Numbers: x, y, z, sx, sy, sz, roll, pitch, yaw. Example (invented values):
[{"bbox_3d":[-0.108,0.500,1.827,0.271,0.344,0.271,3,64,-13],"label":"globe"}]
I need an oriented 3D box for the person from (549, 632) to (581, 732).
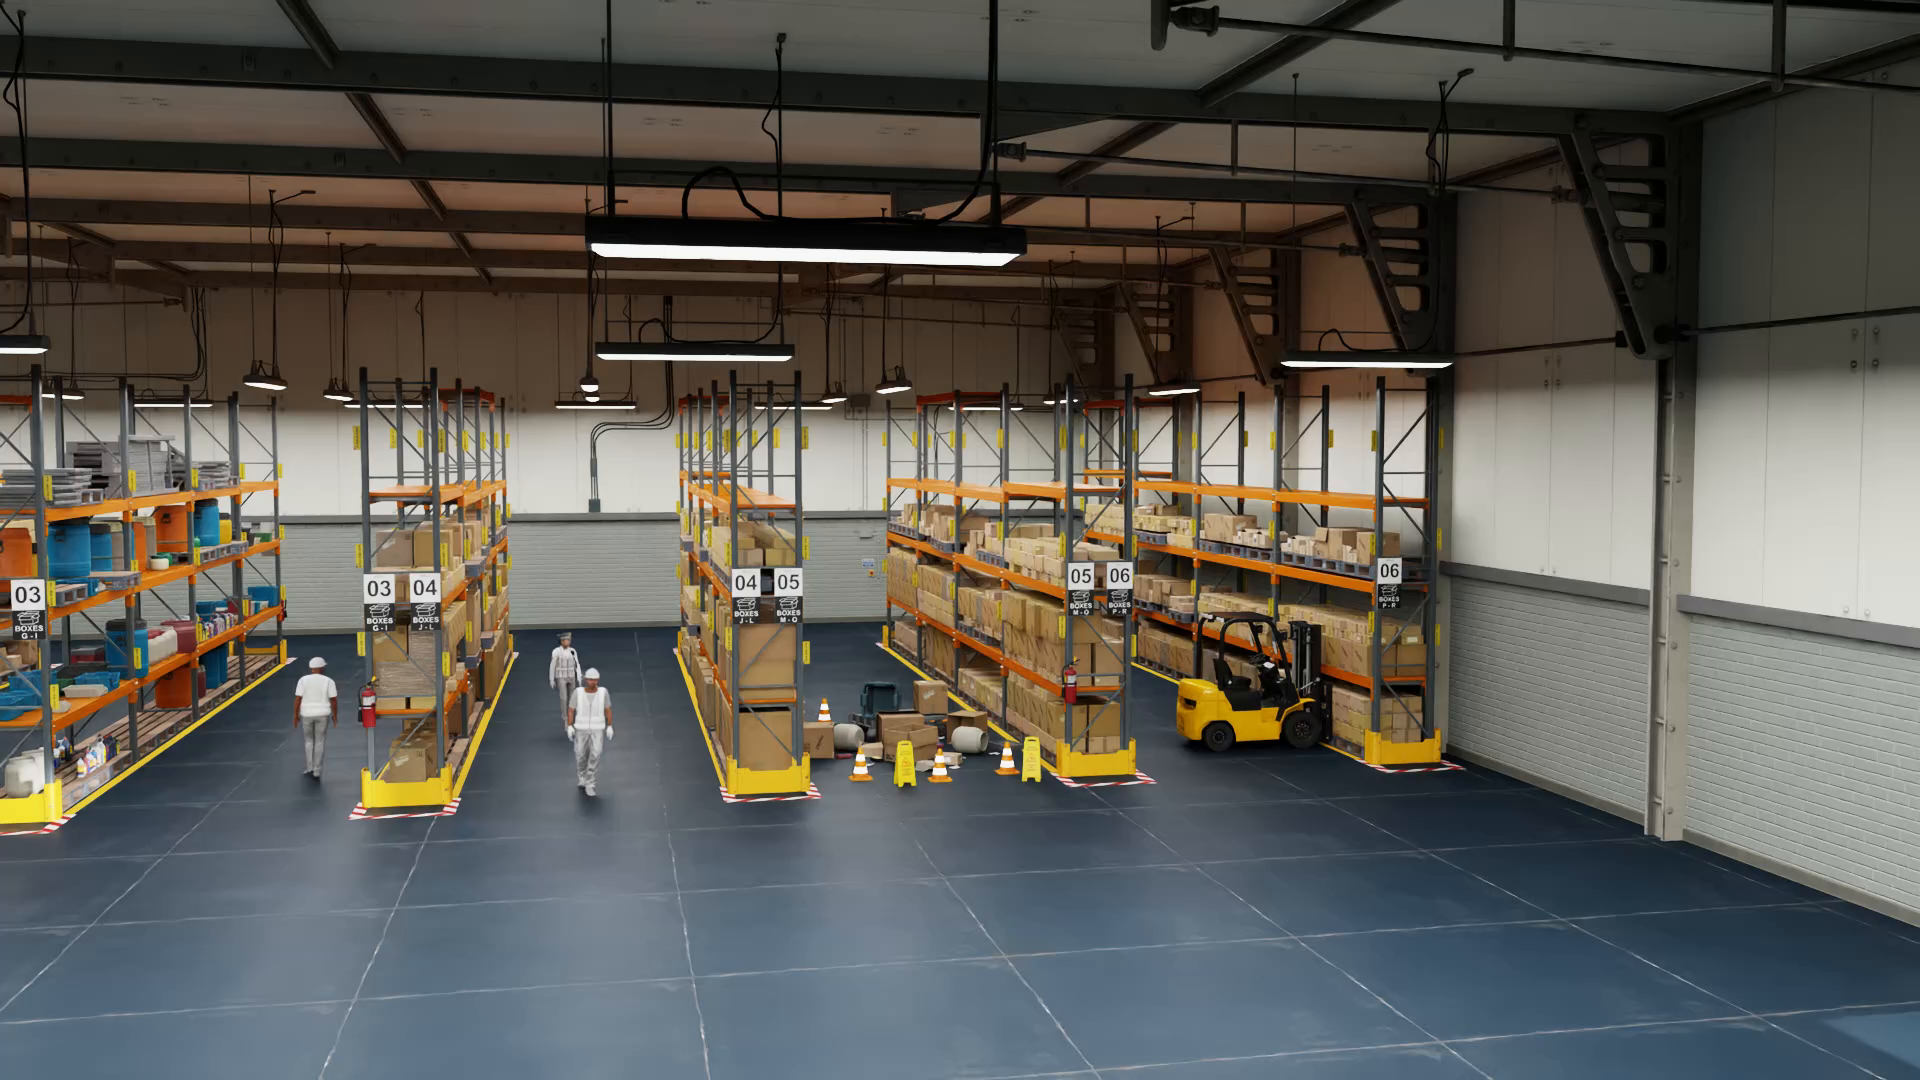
[{"bbox_3d":[-6.819,2.457,28.991,0.516,1.672,0.735,-3,4,-37],"label":"person"}]

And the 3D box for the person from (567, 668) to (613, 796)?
[{"bbox_3d":[-5.280,2.733,23.764,0.647,1.811,0.661,-1,4,-16],"label":"person"}]

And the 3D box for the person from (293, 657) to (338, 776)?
[{"bbox_3d":[-9.643,2.664,24.890,0.625,1.809,0.602,-1,4,-16],"label":"person"}]
